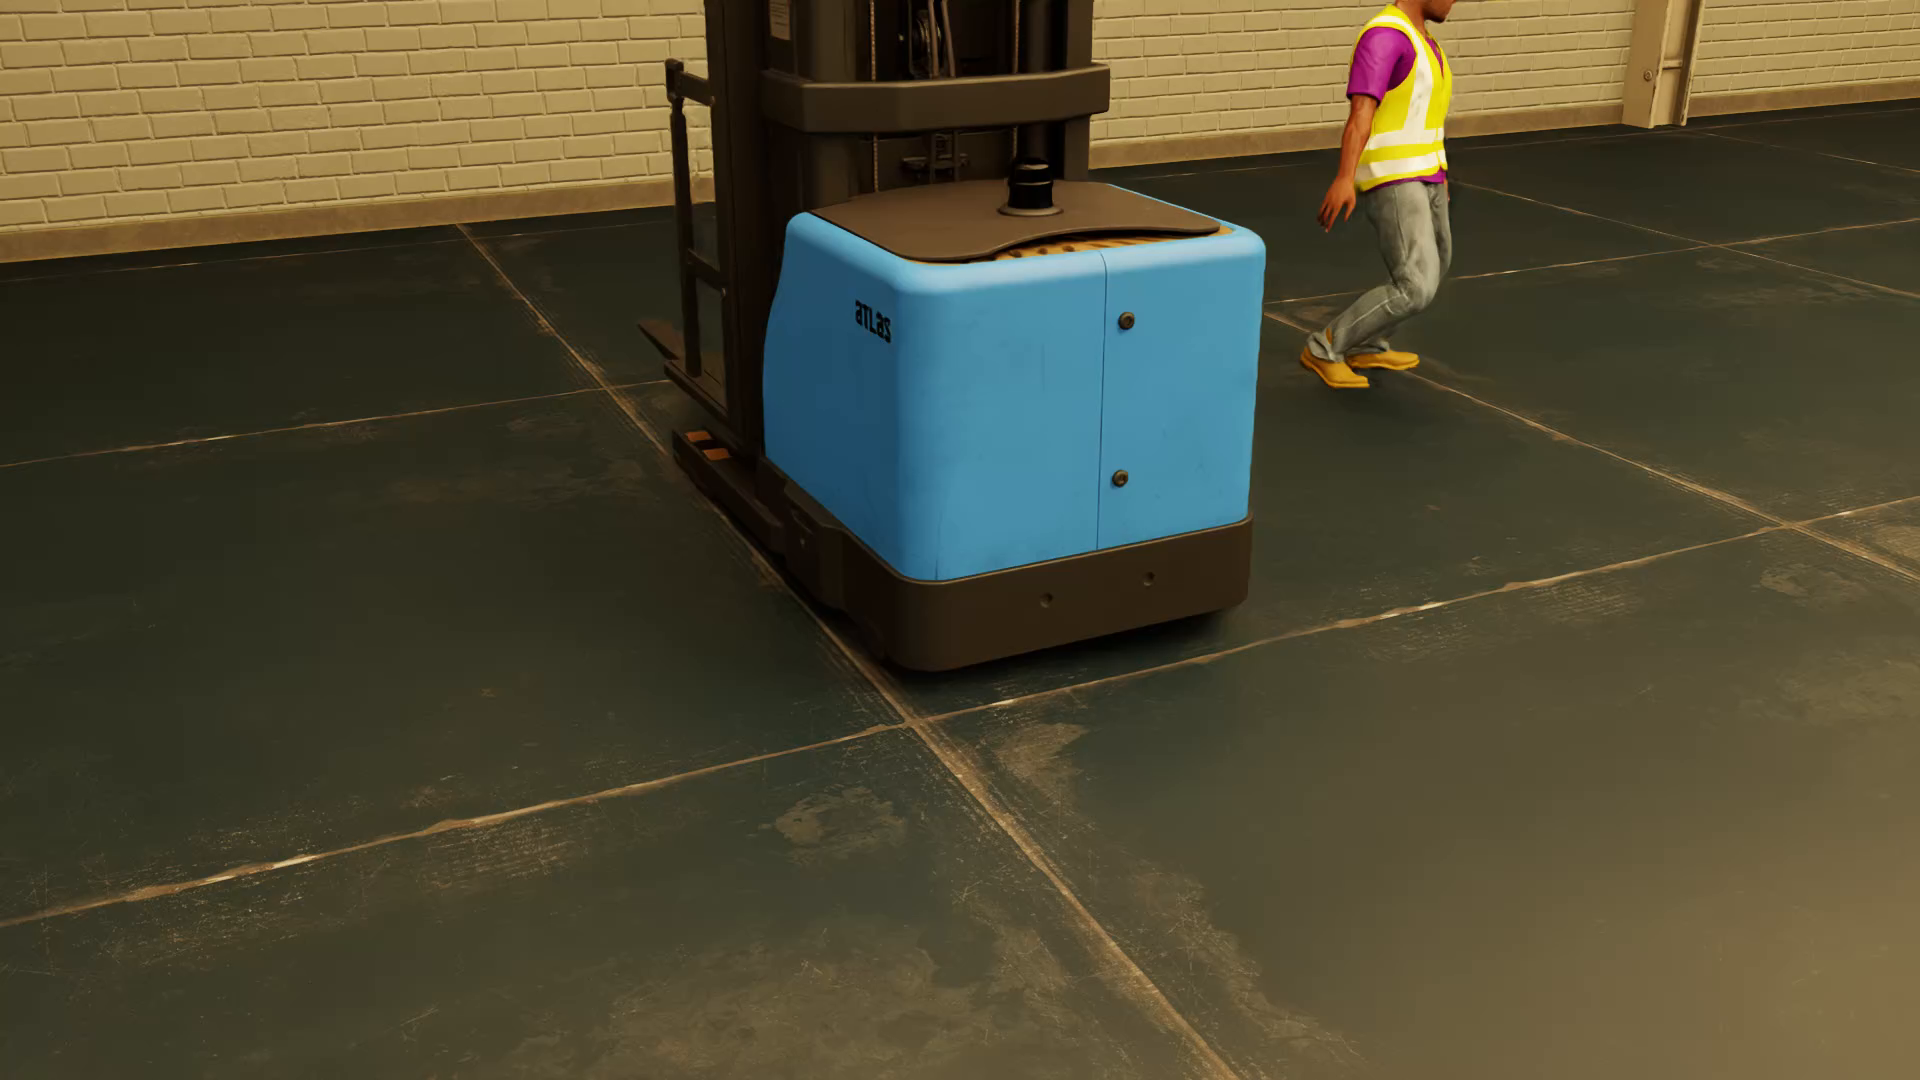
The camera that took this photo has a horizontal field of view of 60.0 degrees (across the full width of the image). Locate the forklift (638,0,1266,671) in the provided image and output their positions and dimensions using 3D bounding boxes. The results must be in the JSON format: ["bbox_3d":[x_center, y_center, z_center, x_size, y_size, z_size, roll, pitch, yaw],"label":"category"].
[{"bbox_3d":[-0.314,-1.556,5.031,1.130,2.935,3.031,-11,25,-24],"label":"forklift"}]

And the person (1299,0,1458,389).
[{"bbox_3d":[1.634,-1.368,6.230,0.493,1.679,0.947,13,26,29],"label":"person"}]
